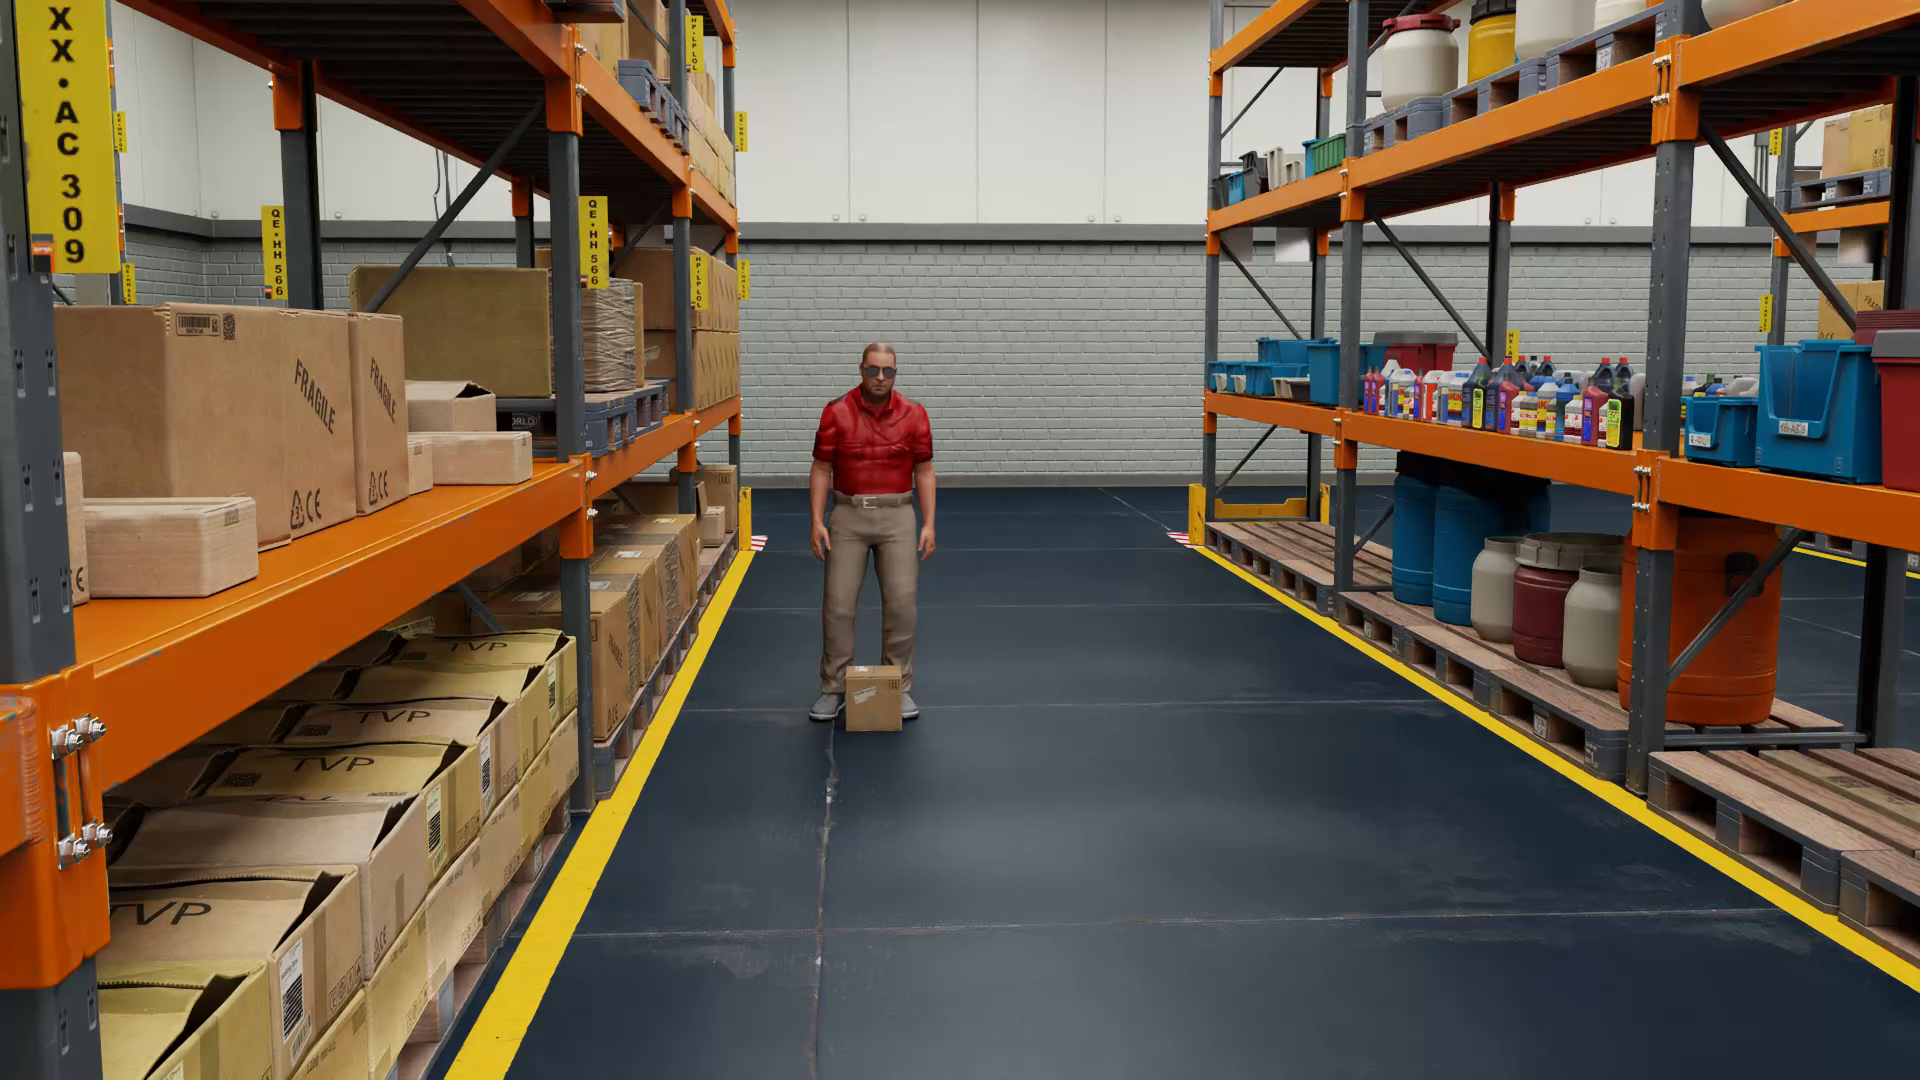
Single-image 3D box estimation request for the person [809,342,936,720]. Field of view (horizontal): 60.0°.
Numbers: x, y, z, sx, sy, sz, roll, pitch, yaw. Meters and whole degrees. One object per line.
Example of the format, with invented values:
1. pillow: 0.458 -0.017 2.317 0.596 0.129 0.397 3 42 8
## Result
1. person: -0.407 -0.048 7.703 0.604 1.726 0.394 -1 7 -7
